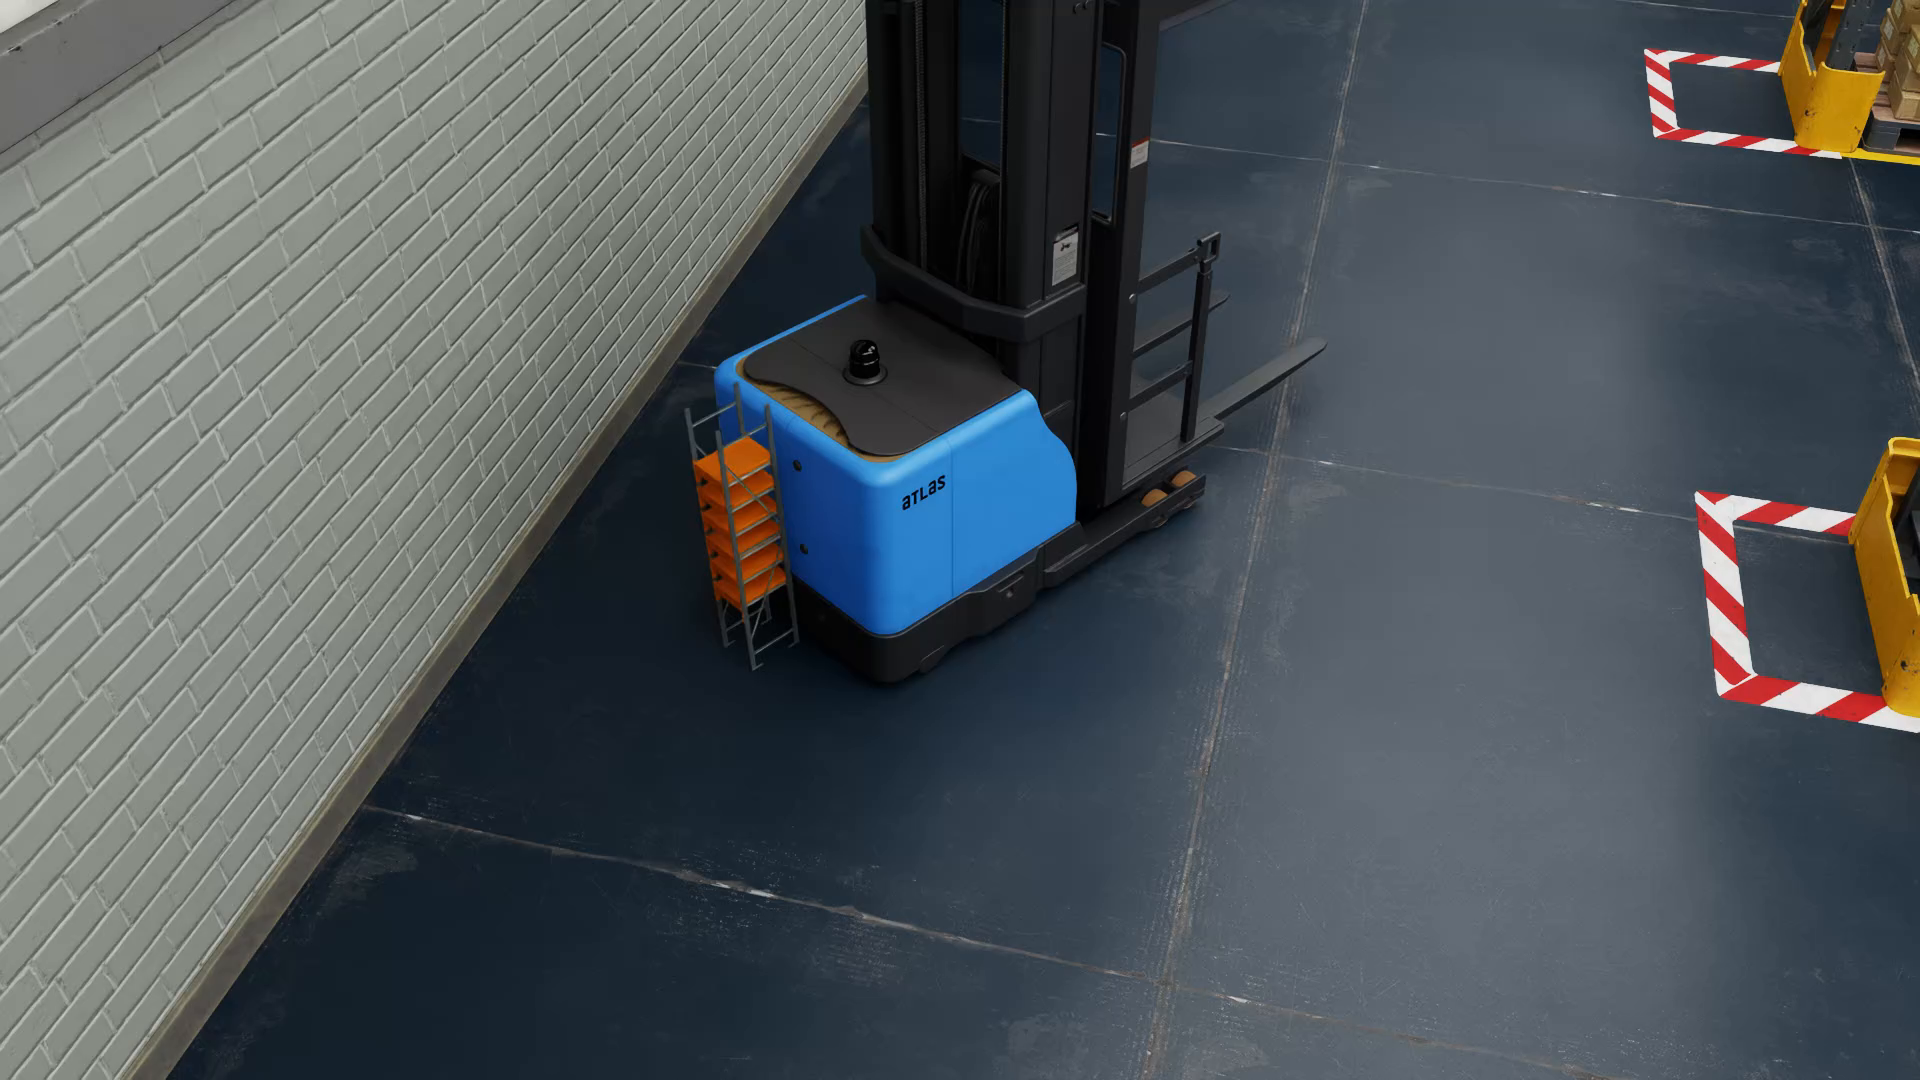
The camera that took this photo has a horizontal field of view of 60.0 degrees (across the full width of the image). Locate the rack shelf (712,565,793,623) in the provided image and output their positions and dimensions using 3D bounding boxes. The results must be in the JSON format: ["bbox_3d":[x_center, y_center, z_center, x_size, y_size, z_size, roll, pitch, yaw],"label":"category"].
[{"bbox_3d":[-0.811,0.186,6.530,0.258,0.103,0.180,-32,50,-30],"label":"rack shelf"}]

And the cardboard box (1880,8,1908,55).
[{"bbox_3d":[5.901,-3.149,10.326,0.250,0.149,0.380,9,41,10],"label":"cardboard box"}]

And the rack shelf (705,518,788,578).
[{"bbox_3d":[-0.818,0.006,6.371,0.258,0.103,0.180,-32,50,-30],"label":"rack shelf"}]

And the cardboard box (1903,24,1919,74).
[{"bbox_3d":[5.735,-2.875,9.768,0.250,0.149,0.380,8,41,9],"label":"cardboard box"}]

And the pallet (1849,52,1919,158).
[{"bbox_3d":[6.166,-2.639,10.228,1.213,0.211,1.003,10,41,11],"label":"pallet"}]

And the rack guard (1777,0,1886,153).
[{"bbox_3d":[5.390,-2.906,10.322,0.348,0.500,1.175,10,41,11],"label":"rack guard"}]

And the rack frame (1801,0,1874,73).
[{"bbox_3d":[5.317,-3.876,9.533,0.127,3.000,1.000,10,41,11],"label":"rack frame"}]

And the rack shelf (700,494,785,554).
[{"bbox_3d":[-0.821,-0.084,6.292,0.258,0.103,0.180,-32,50,-30],"label":"rack shelf"}]

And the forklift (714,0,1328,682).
[{"bbox_3d":[0.453,-1.397,6.635,3.031,2.935,1.130,-31,49,-32],"label":"forklift"}]

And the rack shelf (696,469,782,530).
[{"bbox_3d":[-0.824,-0.174,6.213,0.258,0.103,0.180,-32,50,-30],"label":"rack shelf"}]

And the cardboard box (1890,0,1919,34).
[{"bbox_3d":[5.894,-3.243,10.206,0.250,0.149,0.380,10,41,12],"label":"cardboard box"}]

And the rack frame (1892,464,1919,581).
[{"bbox_3d":[3.937,-0.812,5.884,0.127,3.000,1.000,10,41,11],"label":"rack frame"}]

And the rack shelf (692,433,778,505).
[{"bbox_3d":[-0.827,-0.264,6.134,0.258,0.103,0.180,-32,50,-30],"label":"rack shelf"}]

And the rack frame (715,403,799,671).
[{"bbox_3d":[-0.757,0.016,6.291,0.240,1.200,0.006,-32,50,-30],"label":"rack frame"}]

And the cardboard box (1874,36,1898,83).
[{"bbox_3d":[5.879,-2.987,10.365,0.250,0.149,0.380,10,41,12],"label":"cardboard box"}]

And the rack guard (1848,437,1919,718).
[{"bbox_3d":[3.914,0.142,6.693,0.348,0.500,1.175,10,41,11],"label":"rack guard"}]

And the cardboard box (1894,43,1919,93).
[{"bbox_3d":[5.757,-2.813,9.926,0.250,0.149,0.380,11,41,13],"label":"cardboard box"}]

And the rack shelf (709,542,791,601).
[{"bbox_3d":[-0.815,0.096,6.451,0.258,0.103,0.180,-32,50,-30],"label":"rack shelf"}]

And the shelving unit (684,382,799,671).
[{"bbox_3d":[-0.819,-0.027,6.342,0.258,1.200,0.189,-32,50,-30],"label":"shelving unit"}]

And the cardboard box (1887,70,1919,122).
[{"bbox_3d":[5.740,-2.659,9.974,0.250,0.149,0.380,11,41,12],"label":"cardboard box"}]

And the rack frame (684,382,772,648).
[{"bbox_3d":[-0.881,-0.070,6.393,0.240,1.200,0.006,-32,50,-30],"label":"rack frame"}]
